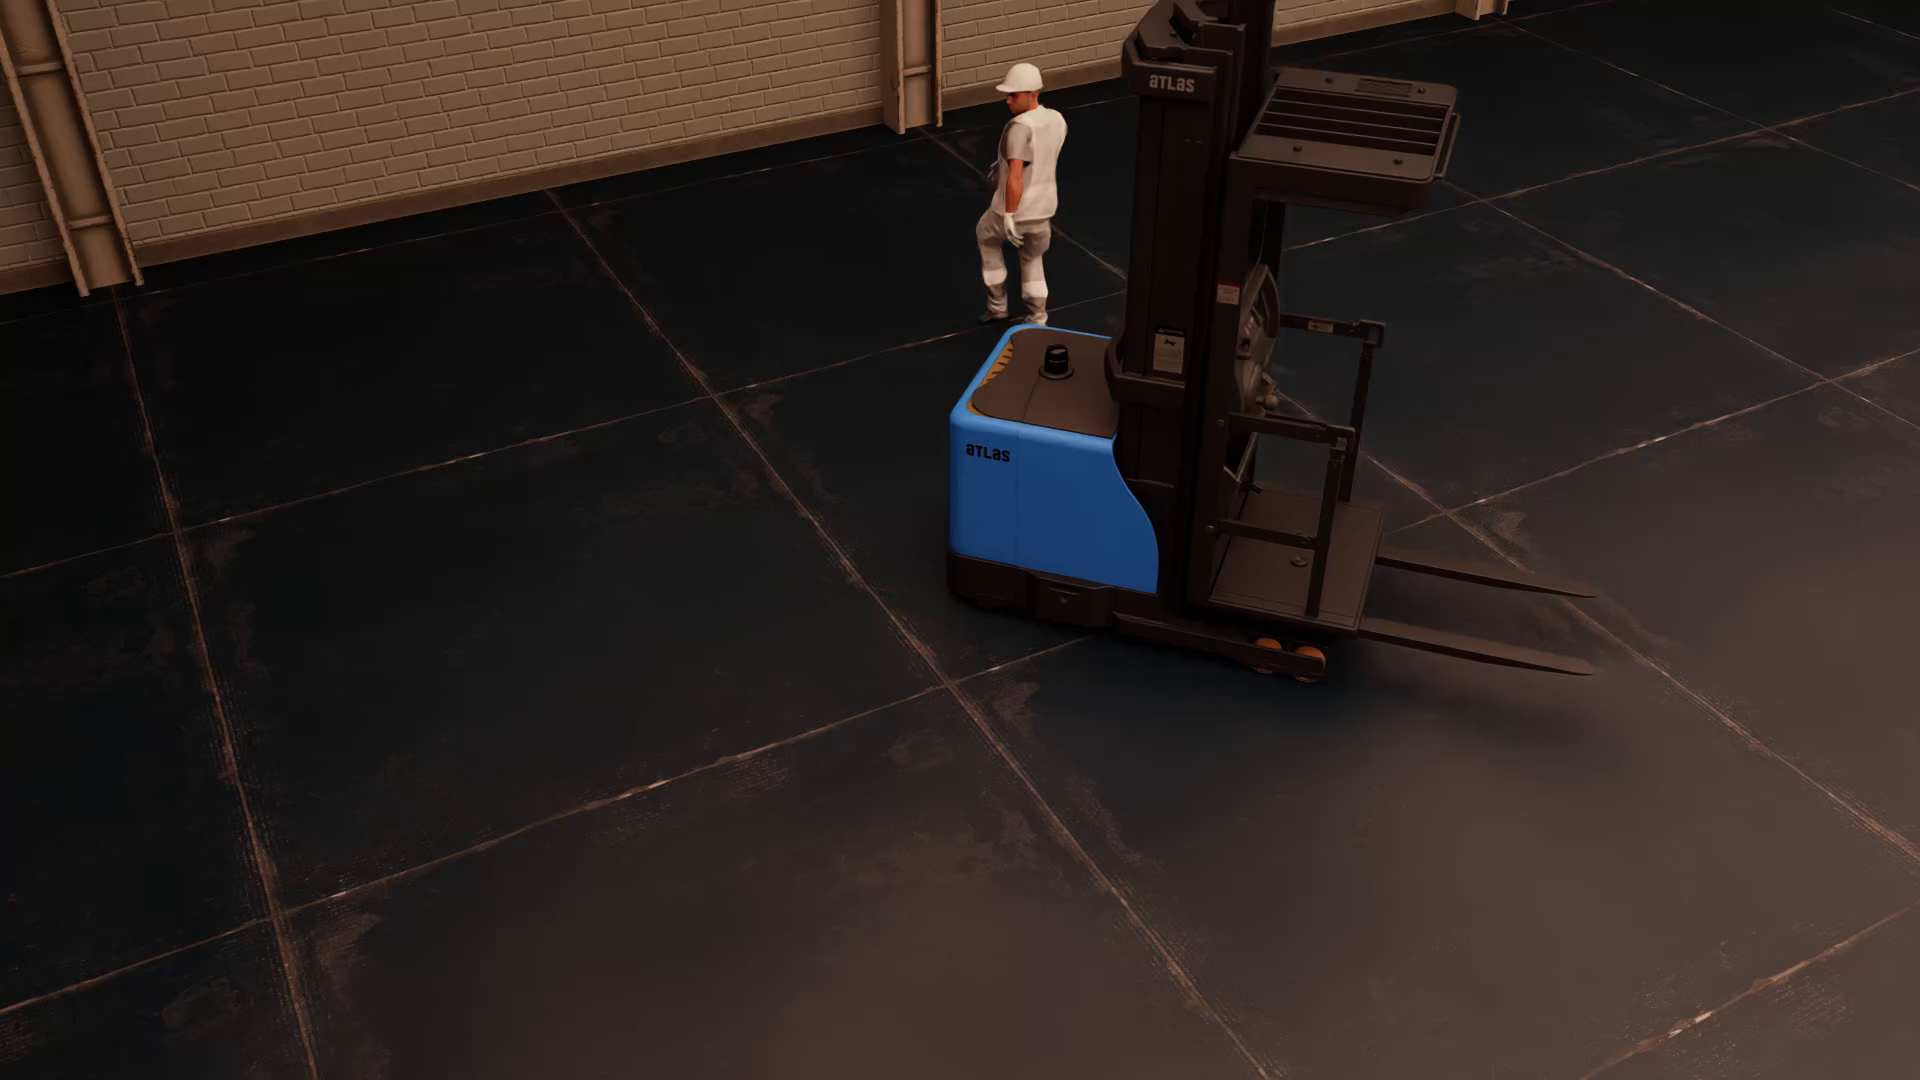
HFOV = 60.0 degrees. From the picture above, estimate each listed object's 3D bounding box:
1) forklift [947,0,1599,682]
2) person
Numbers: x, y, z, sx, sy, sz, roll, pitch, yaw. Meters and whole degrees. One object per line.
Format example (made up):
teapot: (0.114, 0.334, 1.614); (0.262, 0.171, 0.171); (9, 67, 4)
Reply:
forklift: (1.510, -0.883, 7.372); (3.031, 2.935, 1.130); (11, 37, 15)
person: (0.392, -1.982, 10.028); (0.627, 1.777, 0.813); (-17, 39, -22)
